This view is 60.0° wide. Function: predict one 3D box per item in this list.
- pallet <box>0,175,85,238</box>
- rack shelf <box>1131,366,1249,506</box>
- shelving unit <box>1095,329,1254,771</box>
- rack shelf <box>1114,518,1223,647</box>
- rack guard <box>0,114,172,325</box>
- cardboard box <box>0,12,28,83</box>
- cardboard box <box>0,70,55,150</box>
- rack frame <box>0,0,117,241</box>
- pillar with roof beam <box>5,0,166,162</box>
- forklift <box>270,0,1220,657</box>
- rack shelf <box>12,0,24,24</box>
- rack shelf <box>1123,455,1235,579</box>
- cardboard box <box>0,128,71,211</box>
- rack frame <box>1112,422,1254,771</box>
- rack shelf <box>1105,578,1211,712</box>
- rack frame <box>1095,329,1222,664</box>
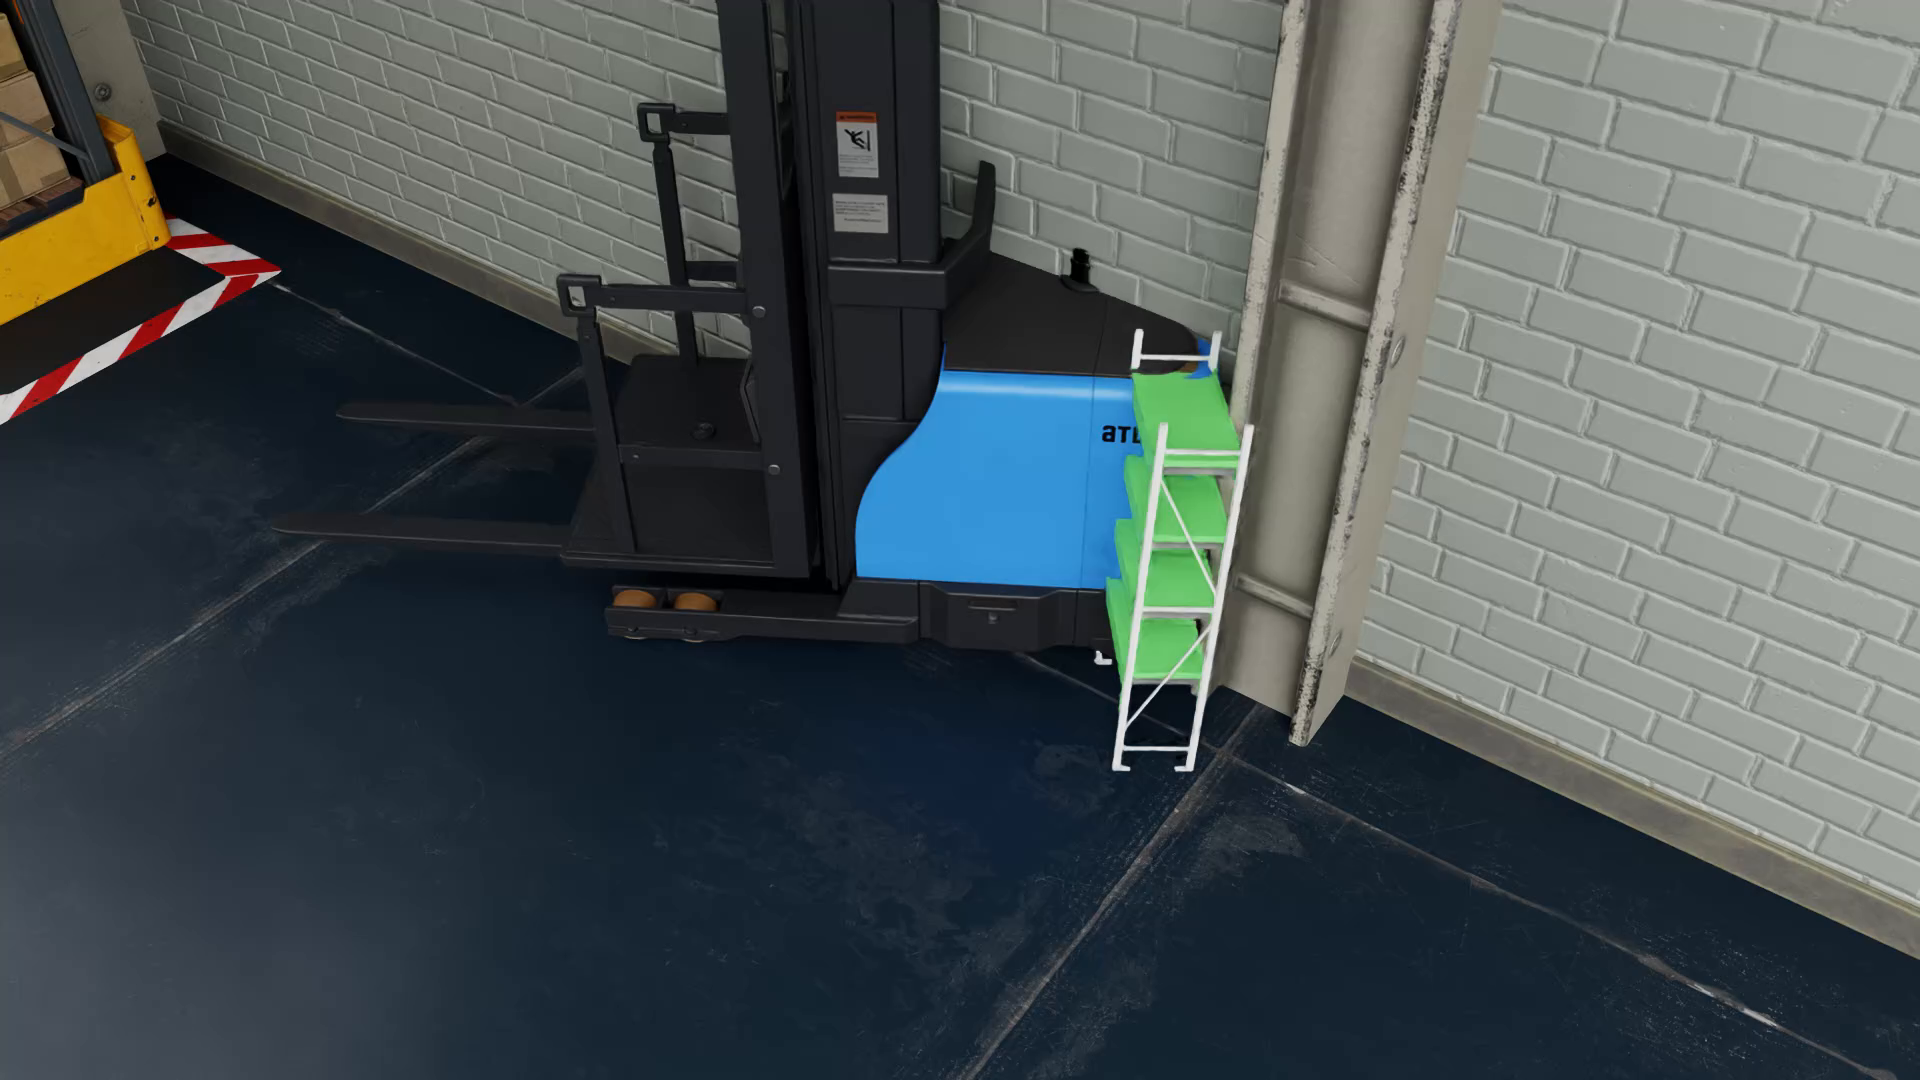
[{"bbox_3d":[-4.540,-1.416,7.174,1.213,0.211,1.003,25,48,25],"label":"pallet"},{"bbox_3d":[0.608,-0.287,4.524,0.258,0.148,0.480,1,36,-3],"label":"rack shelf"},{"bbox_3d":[0.589,0.050,4.767,0.258,1.200,0.503,1,36,-3],"label":"shelving unit"},{"bbox_3d":[0.586,0.102,4.805,0.258,0.148,0.480,1,36,-3],"label":"rack shelf"},{"bbox_3d":[-3.870,-1.245,6.766,0.348,0.500,1.175,25,48,25],"label":"rack guard"},{"bbox_3d":[-4.174,-1.977,6.708,0.500,0.250,0.500,24,47,25],"label":"cardboard box"},{"bbox_3d":[-4.155,-1.797,6.881,0.500,0.250,0.500,26,48,26],"label":"cardboard box"},{"bbox_3d":[-3.889,-2.186,5.943,0.127,3.000,1.000,25,48,25],"label":"rack frame"},{"bbox_3d":[-6.414,-2.830,2.164,0.400,9.000,9.100,25,48,25],"label":"pillar with roof beam"},{"bbox_3d":[-0.732,-1.109,4.792,3.031,2.935,1.130,3,42,3],"label":"forklift"},{"bbox_3d":[-5.527,-2.683,7.039,4.000,0.370,1.077,25,48,25],"label":"rack shelf"},{"bbox_3d":[0.597,-0.093,4.664,0.258,0.148,0.480,1,36,-3],"label":"rack shelf"},{"bbox_3d":[-4.179,-1.612,7.049,0.500,0.250,0.500,25,48,25],"label":"cardboard box"},{"bbox_3d":[0.598,0.193,4.570,0.240,1.200,0.015,1,36,-3],"label":"rack frame"},{"bbox_3d":[0.574,0.296,4.945,0.258,0.148,0.480,1,36,-3],"label":"rack shelf"},{"bbox_3d":[0.579,-0.093,4.965,0.240,1.200,0.015,1,36,-3],"label":"rack frame"}]
